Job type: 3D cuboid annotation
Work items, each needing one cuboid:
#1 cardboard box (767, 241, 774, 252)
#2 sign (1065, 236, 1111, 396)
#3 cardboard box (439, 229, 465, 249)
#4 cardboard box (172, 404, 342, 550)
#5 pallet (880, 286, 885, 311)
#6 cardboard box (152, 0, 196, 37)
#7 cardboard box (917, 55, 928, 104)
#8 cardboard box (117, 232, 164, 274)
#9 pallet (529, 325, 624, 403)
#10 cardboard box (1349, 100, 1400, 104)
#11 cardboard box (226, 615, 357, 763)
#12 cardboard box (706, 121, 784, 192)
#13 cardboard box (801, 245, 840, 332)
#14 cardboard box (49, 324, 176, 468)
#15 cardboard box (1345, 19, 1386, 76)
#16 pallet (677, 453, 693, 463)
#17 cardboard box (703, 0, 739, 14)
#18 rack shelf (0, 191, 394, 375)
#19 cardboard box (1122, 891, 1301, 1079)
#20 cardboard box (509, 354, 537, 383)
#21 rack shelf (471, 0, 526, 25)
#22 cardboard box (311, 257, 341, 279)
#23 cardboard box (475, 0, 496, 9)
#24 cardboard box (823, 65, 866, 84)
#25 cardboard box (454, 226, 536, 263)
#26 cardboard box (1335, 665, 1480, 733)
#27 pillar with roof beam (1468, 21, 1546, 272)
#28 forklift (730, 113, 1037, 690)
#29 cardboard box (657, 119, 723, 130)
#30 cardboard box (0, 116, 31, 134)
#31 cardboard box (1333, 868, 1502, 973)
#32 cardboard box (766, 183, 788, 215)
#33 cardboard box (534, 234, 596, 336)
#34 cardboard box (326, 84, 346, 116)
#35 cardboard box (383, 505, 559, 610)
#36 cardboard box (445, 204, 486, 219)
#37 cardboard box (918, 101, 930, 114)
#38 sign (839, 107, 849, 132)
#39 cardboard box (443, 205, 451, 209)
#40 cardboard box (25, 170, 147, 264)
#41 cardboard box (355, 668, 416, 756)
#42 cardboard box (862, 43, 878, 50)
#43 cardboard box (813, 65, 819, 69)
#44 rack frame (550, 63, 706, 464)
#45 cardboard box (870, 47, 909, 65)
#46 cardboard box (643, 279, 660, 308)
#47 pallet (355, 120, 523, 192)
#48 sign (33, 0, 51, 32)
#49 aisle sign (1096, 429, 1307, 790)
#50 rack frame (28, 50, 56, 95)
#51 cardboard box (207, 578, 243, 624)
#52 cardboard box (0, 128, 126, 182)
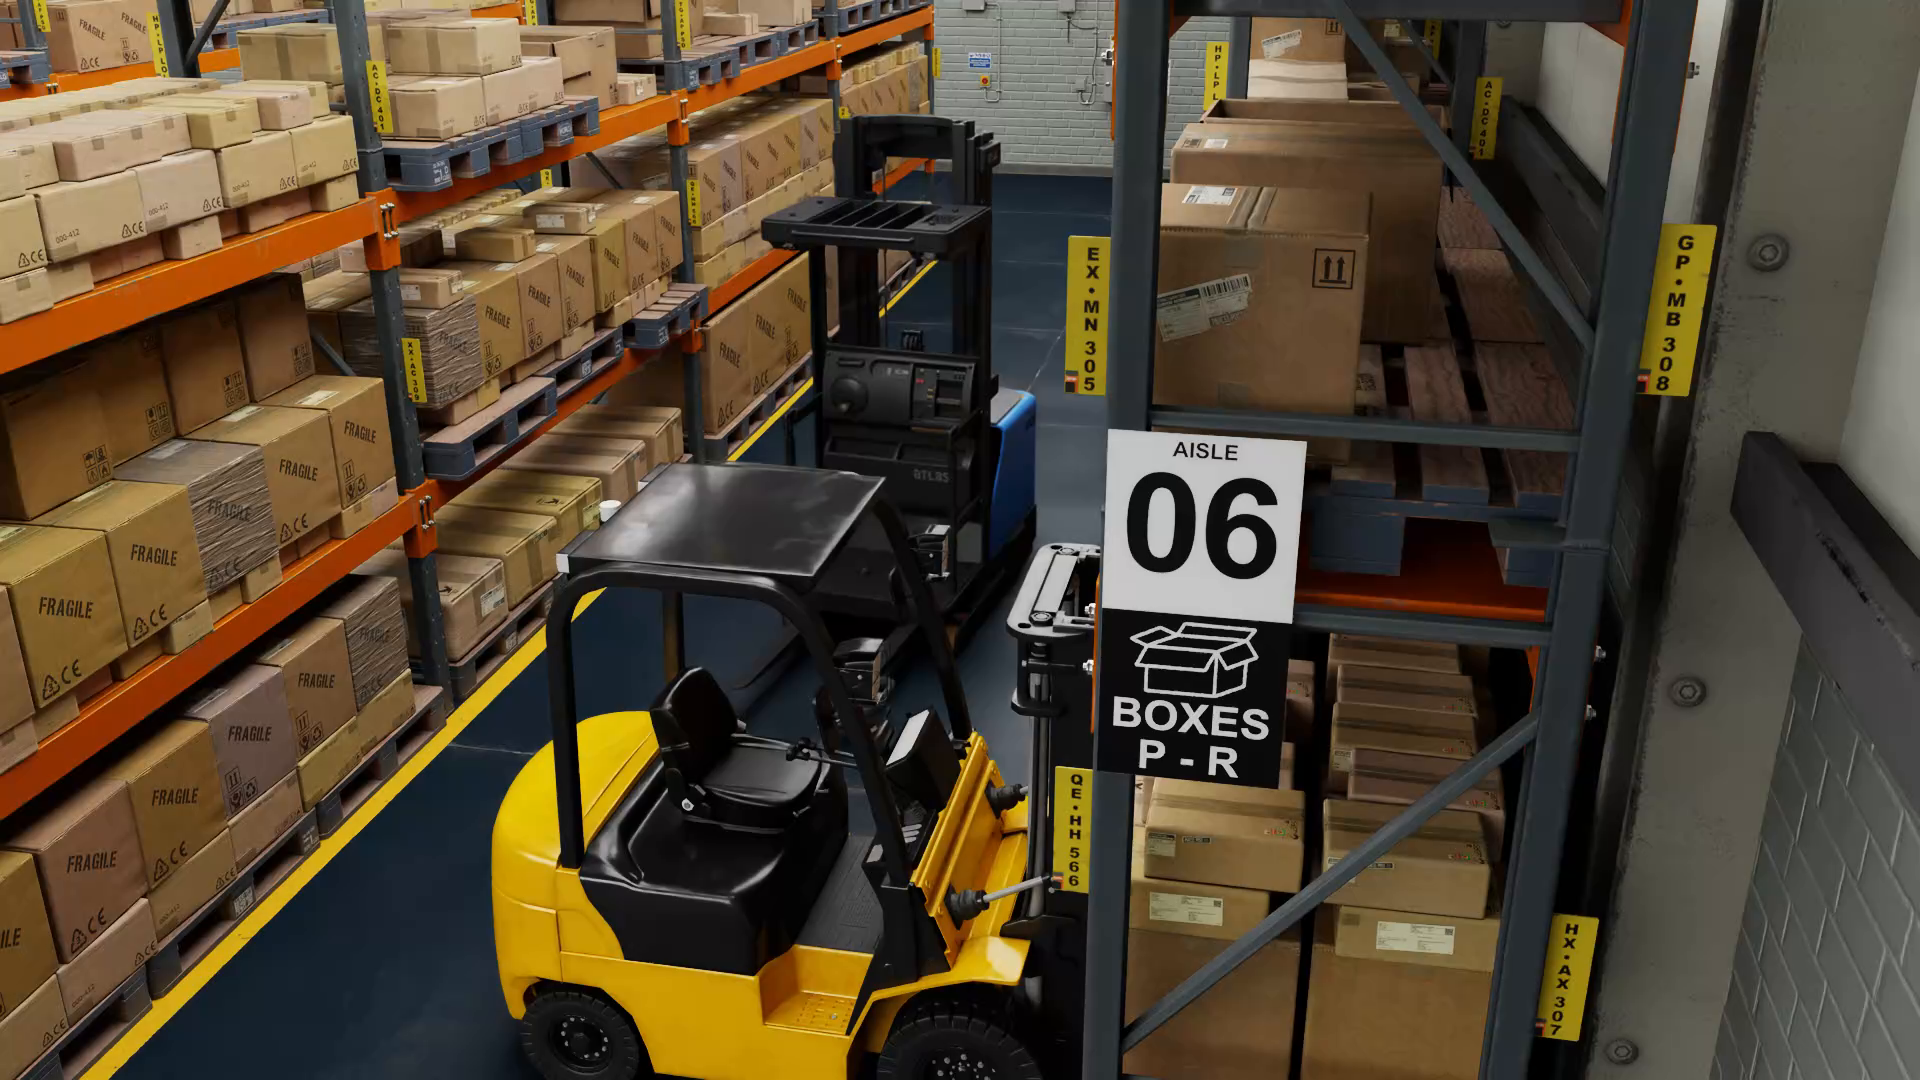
[{"bbox_3d":[-1.790,-2.594,13.979,0.500,0.250,0.500,4,22,11],"label":"cardboard box"},{"bbox_3d":[0.265,-0.451,3.364,0.100,0.325,0.005,4,22,11],"label":"sign"},{"bbox_3d":[-3.063,-1.606,10.232,0.500,0.500,0.500,4,22,9],"label":"cardboard box"},{"bbox_3d":[-3.196,-0.293,7.535,0.500,0.500,0.500,5,23,13],"label":"cardboard box"},{"bbox_3d":[-1.386,-2.384,16.990,1.003,0.211,1.213,4,22,11],"label":"pallet"},{"bbox_3d":[-6.732,-4.276,13.805,0.500,0.500,0.500,4,22,11],"label":"cardboard box"},{"bbox_3d":[-0.667,-5.184,18.737,0.500,0.500,0.500,5,23,13],"label":"cardboard box"},{"bbox_3d":[-3.376,-1.152,6.519,0.380,0.149,0.250,5,22,12],"label":"cardboard box"},{"bbox_3d":[-2.798,-1.126,10.391,1.003,0.211,1.213,4,22,11],"label":"pallet"},{"bbox_3d":[1.909,-2.015,7.966,0.380,0.149,0.250,4,22,11],"label":"cardboard box"},{"bbox_3d":[-3.210,0.677,7.773,0.500,0.500,0.500,5,22,12],"label":"cardboard box"},{"bbox_3d":[-1.775,-3.169,13.733,0.500,0.500,0.500,5,22,12],"label":"cardboard box"},{"bbox_3d":[-1.666,-2.381,15.533,0.875,0.875,0.875,5,23,13],"label":"cardboard box"},{"bbox_3d":[-3.807,-0.616,6.998,0.700,0.500,0.500,4,22,10],"label":"cardboard box"},{"bbox_3d":[2.034,-2.806,9.460,0.700,0.500,0.500,4,22,10],"label":"cardboard box"},{"bbox_3d":[-2.595,-0.363,11.972,1.003,0.211,1.213,4,22,11],"label":"pallet"},{"bbox_3d":[-2.082,-4.737,14.390,0.500,0.500,0.500,4,22,10],"label":"cardboard box"},{"bbox_3d":[-3.658,-0.805,6.286,1.077,0.370,4.000,4,22,11],"label":"rack shelf"},{"bbox_3d":[0.637,1.114,4.438,0.500,0.500,0.500,4,22,10],"label":"cardboard box"},{"bbox_3d":[-2.692,-1.027,9.661,0.380,0.149,0.250,5,22,12],"label":"cardboard box"},{"bbox_3d":[-6.076,-5.535,18.028,1.077,0.370,4.000,4,22,11],"label":"rack shelf"},{"bbox_3d":[-6.389,-2.491,16.307,0.500,0.500,0.500,4,22,10],"label":"cardboard box"},{"bbox_3d":[-5.599,-6.156,18.810,0.500,0.250,0.500,4,22,11],"label":"cardboard box"},{"bbox_3d":[-1.141,-4.590,16.394,0.380,0.149,0.250,4,22,11],"label":"cardboard box"},{"bbox_3d":[-2.687,-1.709,9.621,0.380,0.149,0.250,6,23,14],"label":"cardboard box"},{"bbox_3d":[1.263,0.489,4.725,0.380,0.149,0.250,5,22,11],"label":"cardboard box"},{"bbox_3d":[-1.172,-4.131,9.564,9.100,9.000,0.400,4,22,11],"label":"pillar with roof beam"},{"bbox_3d":[-0.430,-0.870,9.592,1.130,2.935,3.031,7,23,17],"label":"forklift"},{"bbox_3d":[-2.270,-3.215,13.850,0.500,0.500,0.500,4,22,10],"label":"cardboard box"},{"bbox_3d":[-3.846,-1.553,6.449,0.380,0.149,0.250,4,22,10],"label":"cardboard box"},{"bbox_3d":[1.117,0.909,4.079,0.380,0.149,0.250,4,22,10],"label":"cardboard box"},{"bbox_3d":[-1.752,-2.826,13.886,0.500,0.250,0.500,5,22,12],"label":"cardboard box"},{"bbox_3d":[-2.564,-1.560,10.117,0.500,0.500,0.500,4,22,9],"label":"cardboard box"},{"bbox_3d":[-3.273,-2.221,8.475,0.500,0.250,0.500,4,22,10],"label":"cardboard box"},{"bbox_3d":[-3.002,0.090,10.071,0.950,0.372,0.625,6,23,14],"label":"cardboard box"},{"bbox_3d":[-5.679,-3.759,19.131,0.380,0.149,0.250,5,23,13],"label":"cardboard box"},{"bbox_3d":[-0.641,-4.718,18.918,0.500,0.500,0.500,5,22,11],"label":"cardboard box"},{"bbox_3d":[-1.085,-3.868,15.498,0.100,0.325,0.005,4,22,11],"label":"sign"},{"bbox_3d":[-6.193,-3.902,19.483,0.380,0.149,0.250,3,22,8],"label":"cardboard box"},{"bbox_3d":[-3.386,-1.200,6.105,0.500,0.250,0.500,5,22,12],"label":"cardboard box"},{"bbox_3d":[-3.108,0.838,8.376,0.500,0.250,0.500,5,23,13],"label":"cardboard box"},{"bbox_3d":[-1.129,-5.469,18.577,0.380,0.149,0.250,5,22,12],"label":"cardboard box"},{"bbox_3d":[-1.612,-4.626,16.483,0.380,0.149,0.250,4,22,10],"label":"cardboard box"},{"bbox_3d":[-2.434,-1.942,12.161,1.000,3.000,0.127,4,22,11],"label":"rack frame"},{"bbox_3d":[-0.769,-5.248,18.028,0.380,0.149,0.250,5,22,12],"label":"cardboard box"},{"bbox_3d":[-2.262,-1.683,11.293,0.380,0.149,0.250,4,22,10],"label":"cardboard box"},{"bbox_3d":[-3.020,-2.001,8.543,1.213,0.211,1.003,4,22,11],"label":"pallet"},{"bbox_3d":[-6.759,-3.905,12.222,0.100,0.325,0.005,4,22,11],"label":"sign"},{"bbox_3d":[0.493,0.156,3.470,0.394,0.787,0.004,4,22,11],"label":"aisle sign"},{"bbox_3d":[-7.301,-2.283,13.006,1.000,3.000,0.127,4,22,11],"label":"rack frame"},{"bbox_3d":[-3.303,0.241,7.076,0.380,0.149,0.250,4,22,10],"label":"cardboard box"},{"bbox_3d":[-3.324,-1.417,6.111,0.380,0.149,0.250,5,22,12],"label":"cardboard box"}]
